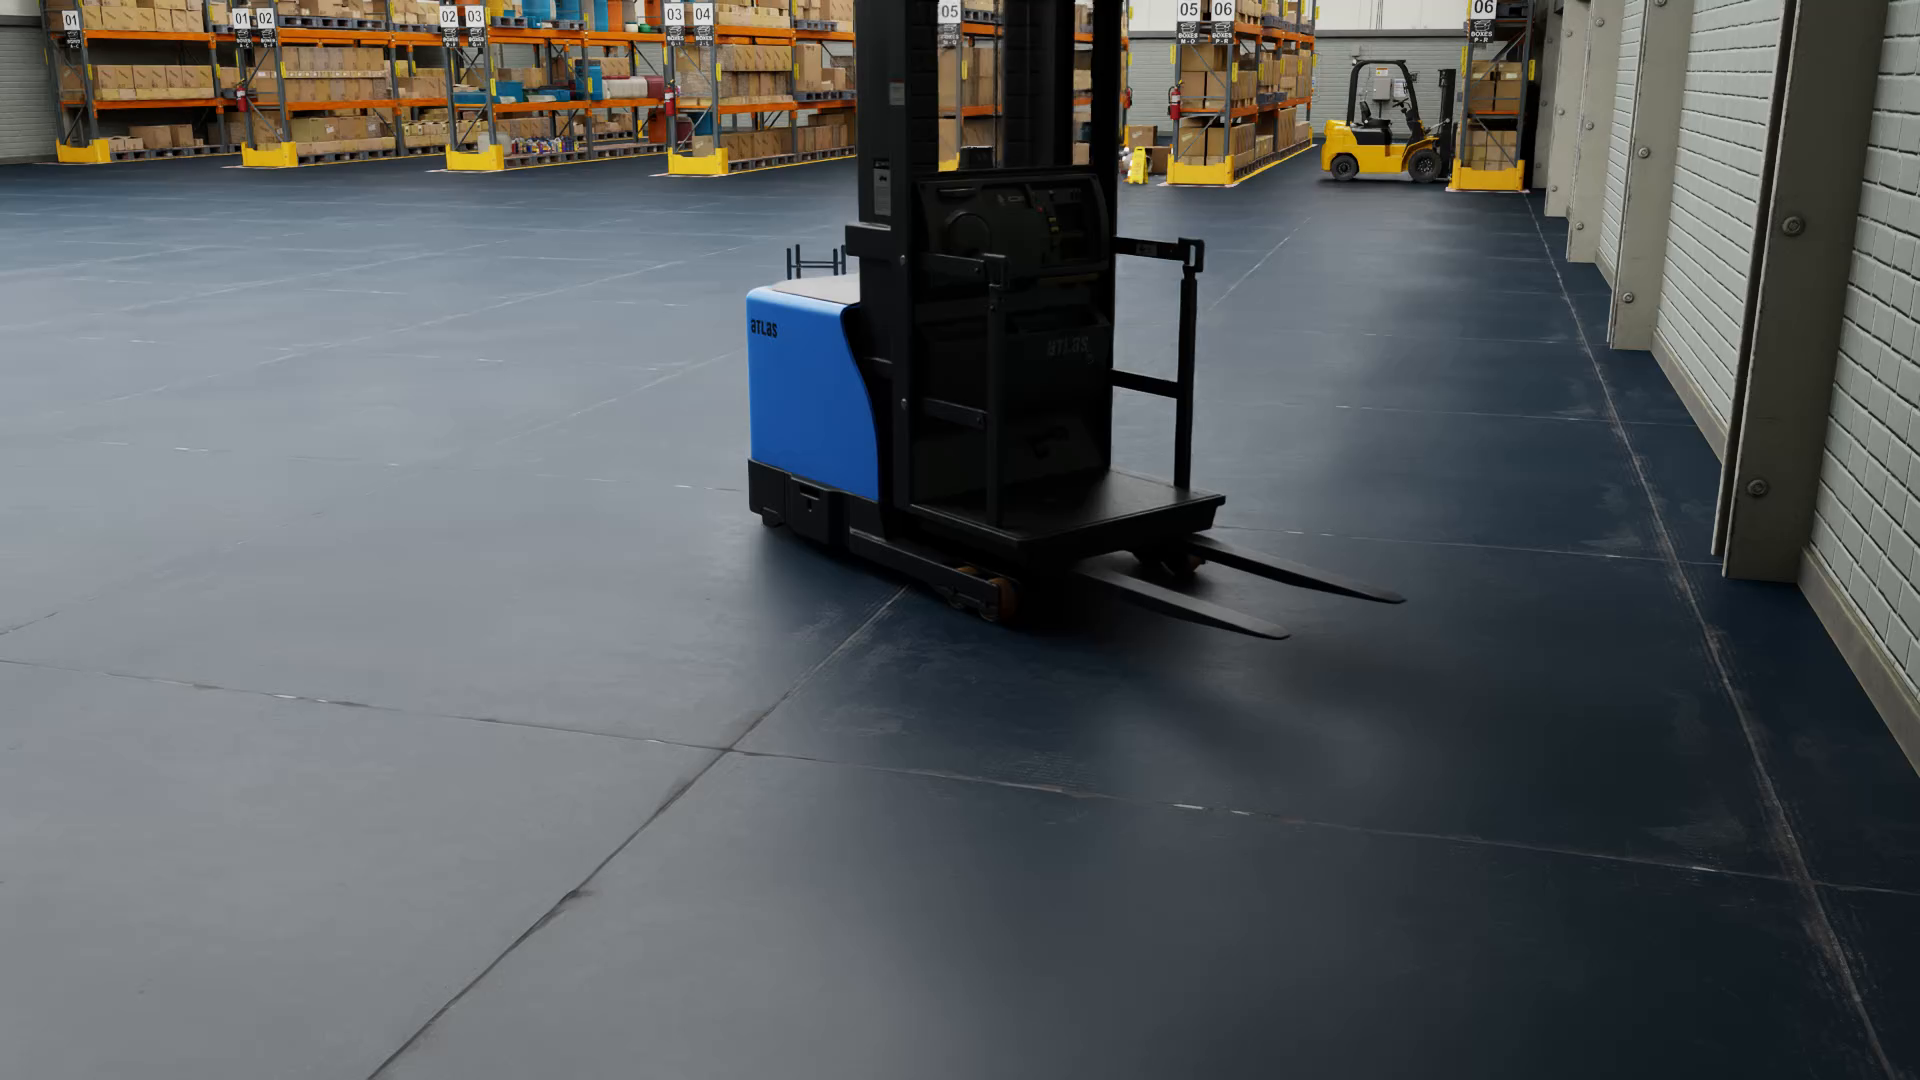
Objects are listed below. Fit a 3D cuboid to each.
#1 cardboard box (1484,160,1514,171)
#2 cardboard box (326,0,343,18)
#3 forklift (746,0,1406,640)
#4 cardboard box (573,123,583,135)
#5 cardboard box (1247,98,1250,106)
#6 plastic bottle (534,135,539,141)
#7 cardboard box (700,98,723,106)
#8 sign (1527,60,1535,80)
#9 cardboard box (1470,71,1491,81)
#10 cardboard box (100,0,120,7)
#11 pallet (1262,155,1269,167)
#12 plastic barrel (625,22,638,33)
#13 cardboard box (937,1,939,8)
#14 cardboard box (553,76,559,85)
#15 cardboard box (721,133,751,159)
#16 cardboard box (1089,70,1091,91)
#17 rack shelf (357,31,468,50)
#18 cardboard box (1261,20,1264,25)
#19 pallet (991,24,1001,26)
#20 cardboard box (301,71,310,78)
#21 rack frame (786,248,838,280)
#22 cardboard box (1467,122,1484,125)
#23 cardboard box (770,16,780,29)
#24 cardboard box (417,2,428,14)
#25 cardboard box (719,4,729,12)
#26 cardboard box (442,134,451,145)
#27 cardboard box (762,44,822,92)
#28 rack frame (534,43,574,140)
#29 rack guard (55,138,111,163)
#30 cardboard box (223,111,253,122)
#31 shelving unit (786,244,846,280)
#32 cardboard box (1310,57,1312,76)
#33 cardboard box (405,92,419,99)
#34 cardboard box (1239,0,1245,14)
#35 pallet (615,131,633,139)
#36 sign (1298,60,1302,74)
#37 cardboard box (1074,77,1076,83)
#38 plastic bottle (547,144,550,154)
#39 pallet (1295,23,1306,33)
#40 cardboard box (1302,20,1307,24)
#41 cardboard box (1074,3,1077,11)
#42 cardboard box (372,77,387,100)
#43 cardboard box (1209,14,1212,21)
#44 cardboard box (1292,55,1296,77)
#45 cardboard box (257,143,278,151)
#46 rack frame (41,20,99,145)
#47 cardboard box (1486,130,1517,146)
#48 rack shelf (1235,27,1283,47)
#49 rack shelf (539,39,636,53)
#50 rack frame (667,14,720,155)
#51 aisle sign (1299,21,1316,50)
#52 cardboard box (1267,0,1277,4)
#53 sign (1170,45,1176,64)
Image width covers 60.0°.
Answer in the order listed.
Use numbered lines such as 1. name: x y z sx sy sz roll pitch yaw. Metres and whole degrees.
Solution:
1. cardboard box: 9.409 -6.490 28.981 0.500 0.250 0.500 5 16 16
2. cardboard box: -14.128 -11.806 36.744 0.797 0.503 0.637 7 17 22
3. forklift: 0.352 -1.255 6.384 1.130 2.935 3.031 -12 20 -37
4. cardboard box: -10.939 -11.569 46.742 0.500 0.311 0.500 5 16 16
5. cardboard box: 5.374 -8.433 32.023 0.380 0.149 0.250 4 16 15
6. plastic bottle: -9.419 -8.838 37.041 0.144 0.351 0.185 5 17 17
7. cardboard box: -4.870 -8.585 32.559 0.380 0.149 0.250 5 16 16
8. sign: 9.613 -7.907 27.978 0.100 0.325 0.005 5 16 16
9. cardboard box: 8.912 -7.970 28.558 0.380 0.149 0.250 5 17 17
10. cardboard box: -18.893 -11.993 36.565 0.500 0.500 0.500 4 16 15
11. pallet: 6.023 -8.110 35.535 1.003 0.211 1.213 5 16 16
12. plastic barrel: -7.792 -12.152 39.433 0.301 0.262 0.301 0 16 0
13. cardboard box: -0.611 -9.990 31.063 0.380 0.149 0.250 5 17 16
14. cardboard box: -11.370 -12.757 46.625 0.500 0.500 0.500 5 17 17
15. cardboard box: -4.653 -8.132 34.315 0.500 0.500 0.500 6 17 21
16. cardboard box: 3.340 -11.679 42.280 0.500 0.500 0.500 4 16 15
17. rack shelf: -12.971 -12.085 40.262 1.077 0.370 4.000 5 16 16
18. cardboard box: 6.189 -11.065 35.158 0.797 0.503 0.637 5 16 16
19. pallet: 0.897 -10.880 35.043 0.805 0.209 1.217 4 16 14
20. cardboard box: -14.214 -9.999 35.713 0.380 0.149 0.250 5 16 16
21. rack frame: -0.681 -0.765 7.826 0.240 1.200 0.006 2 16 7
22. cardboard box: 11.253 -9.050 36.363 0.380 0.149 0.250 4 16 13
23. cardboard box: -4.080 -10.791 34.657 0.500 0.250 0.500 5 17 17
24. cardboard box: -15.545 -15.088 47.477 0.500 0.500 0.500 4 16 15
25. cardboard box: -4.713 -10.327 32.287 0.380 0.149 0.250 5 17 17
26. cardboard box: -12.751 -9.833 40.769 0.500 0.250 0.500 5 17 17
27. cardboard box: -3.683 -10.384 36.572 1.000 1.000 1.000 5 17 16
28. rack frame: -11.266 -12.558 46.107 1.000 3.000 0.127 5 16 16
29. rack guard: -19.405 -8.619 36.801 1.175 0.500 0.348 5 16 16
30. cardboard box: -17.975 -10.527 41.348 0.500 0.250 0.500 4 16 15
31. shelving unit: -0.669 -0.790 7.913 0.258 1.200 0.189 2 16 7
32. cardboard box: 8.960 -12.451 43.716 0.500 0.500 0.500 5 17 18
33. cardboard box: -13.092 -10.560 39.524 0.380 0.149 0.250 5 16 16
34. cardboard box: 4.873 -9.637 30.041 0.500 0.250 0.500 4 16 15
35. pallet: -10.376 -12.034 49.372 1.003 0.211 1.213 5 16 16
36. sign: 8.255 -11.500 40.399 0.100 0.325 0.005 5 16 16
37. cardboard box: 2.588 -11.074 40.022 0.380 0.149 0.250 5 17 18
38. plastic bottle: -8.960 -8.491 36.090 0.097 0.201 0.097 0 16 0
39. pallet: 7.975 -12.634 41.041 1.003 0.211 1.213 5 16 16
40. cardboard box: 8.785 -13.399 43.081 0.380 0.149 0.250 3 16 12
41. cardboard box: 2.393 -12.679 40.076 0.797 0.503 0.637 4 16 15
42. cardboard box: -13.659 -10.397 38.303 0.700 0.500 0.500 4 16 14
43. cardboard box: 4.439 -9.514 30.338 0.380 0.149 0.250 5 17 16
44. cardboard box: 7.706 -11.277 39.576 0.500 0.500 0.500 5 17 17
45. cardboard box: -14.807 -8.461 35.932 0.500 0.250 0.500 5 16 16
46. rack frame: -19.427 -9.802 36.389 1.000 3.000 0.127 5 16 16
47. cardboard box: 9.400 -6.968 28.837 0.500 0.250 0.500 4 16 15
48. rack shelf: 6.027 -10.548 34.840 1.077 0.370 4.000 5 16 16
49. rack shelf: -10.698 -14.178 47.641 1.077 0.370 4.000 5 16 16
50. rack frame: -5.179 -8.649 32.327 1.000 3.000 0.127 5 16 16
51. aisle sign: 9.187 -13.312 44.002 0.394 0.787 0.004 5 16 16
52. cardboard box: 6.141 -10.994 33.684 0.500 0.250 0.500 4 16 15
53. sign: 3.796 -8.638 29.586 0.100 0.325 0.005 5 16 16
